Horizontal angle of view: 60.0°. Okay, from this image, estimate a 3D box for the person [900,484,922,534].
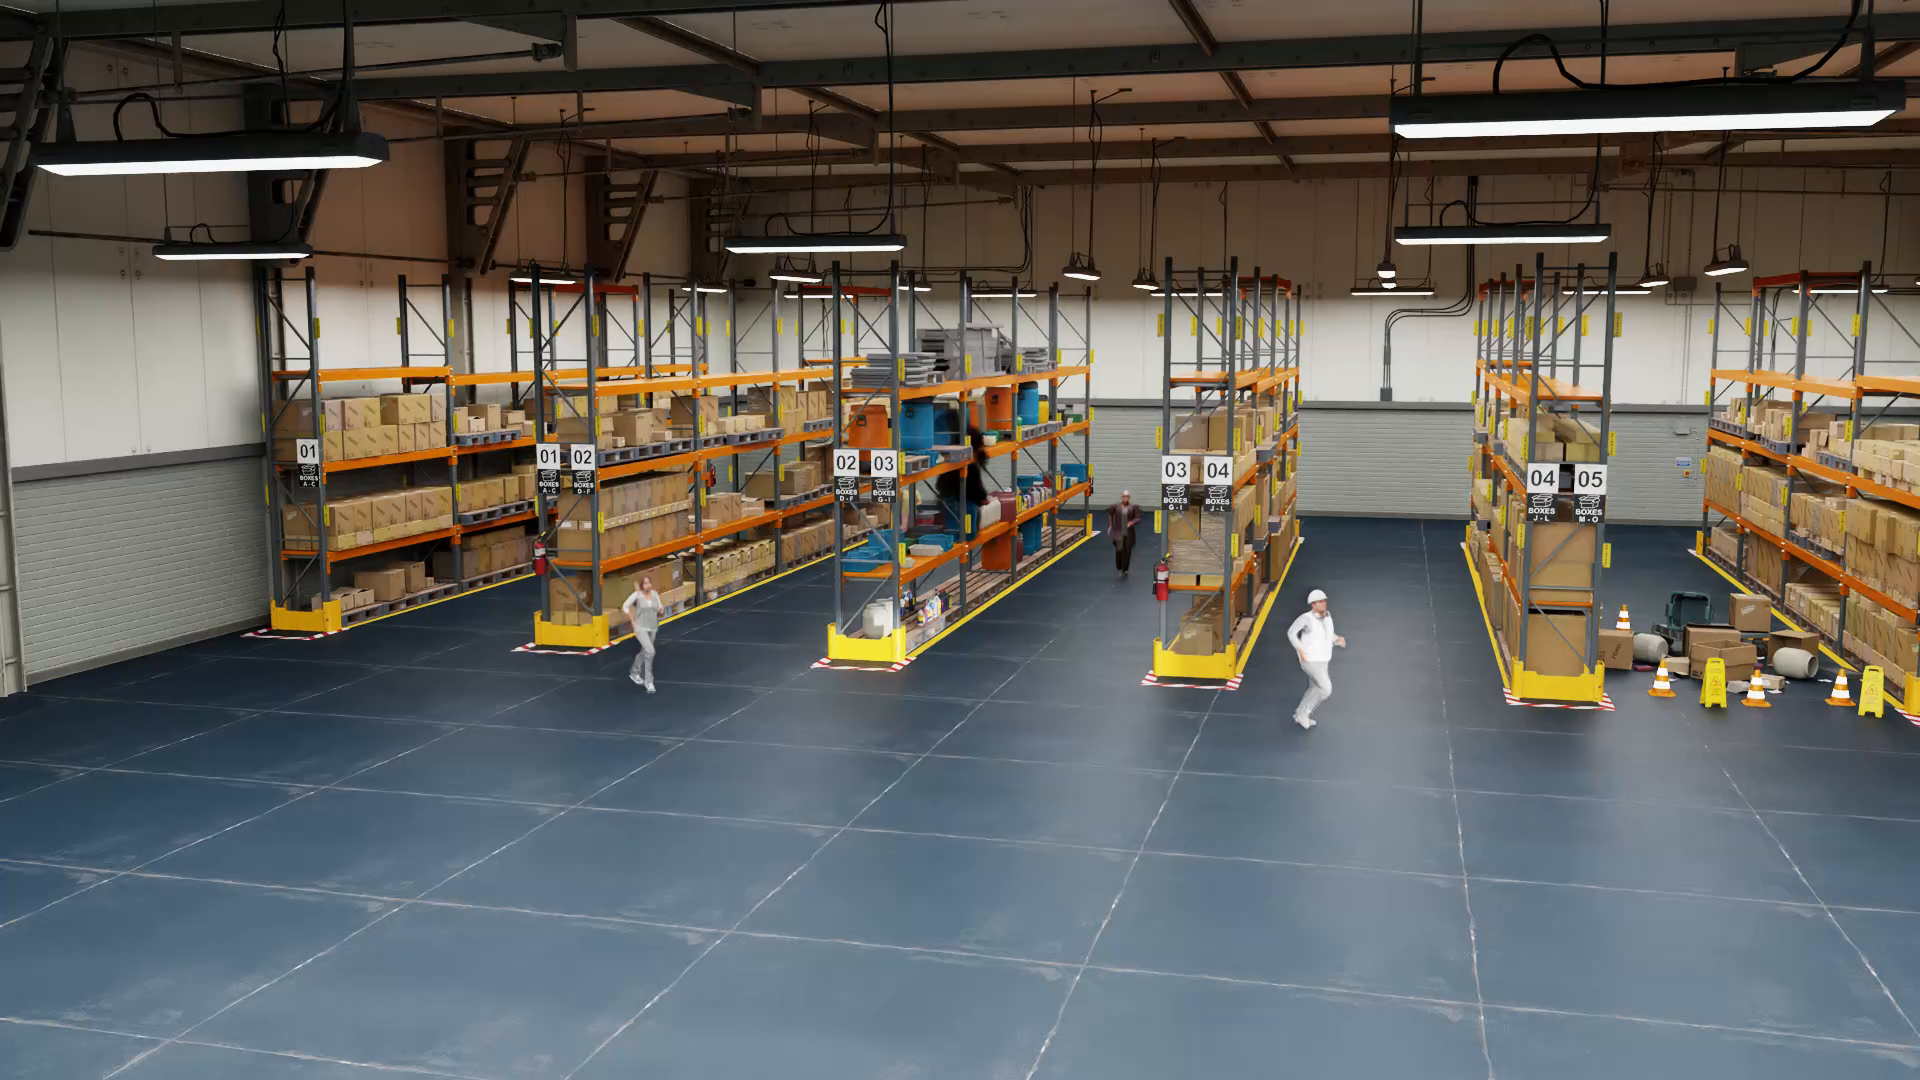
[{"bbox_3d":[-1.138,-0.546,37.177,0.583,1.669,0.950,1,7,4],"label":"person"}]

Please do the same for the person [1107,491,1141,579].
[{"bbox_3d":[3.294,-0.098,33.362,0.670,1.787,0.847,0,7,3],"label":"person"}]

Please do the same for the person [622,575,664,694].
[{"bbox_3d":[-4.374,1.296,23.133,0.492,1.647,0.721,-7,10,-44],"label":"person"}]

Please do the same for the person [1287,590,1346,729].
[{"bbox_3d":[4.502,1.496,20.848,0.636,1.752,0.660,-6,10,-41],"label":"person"}]
